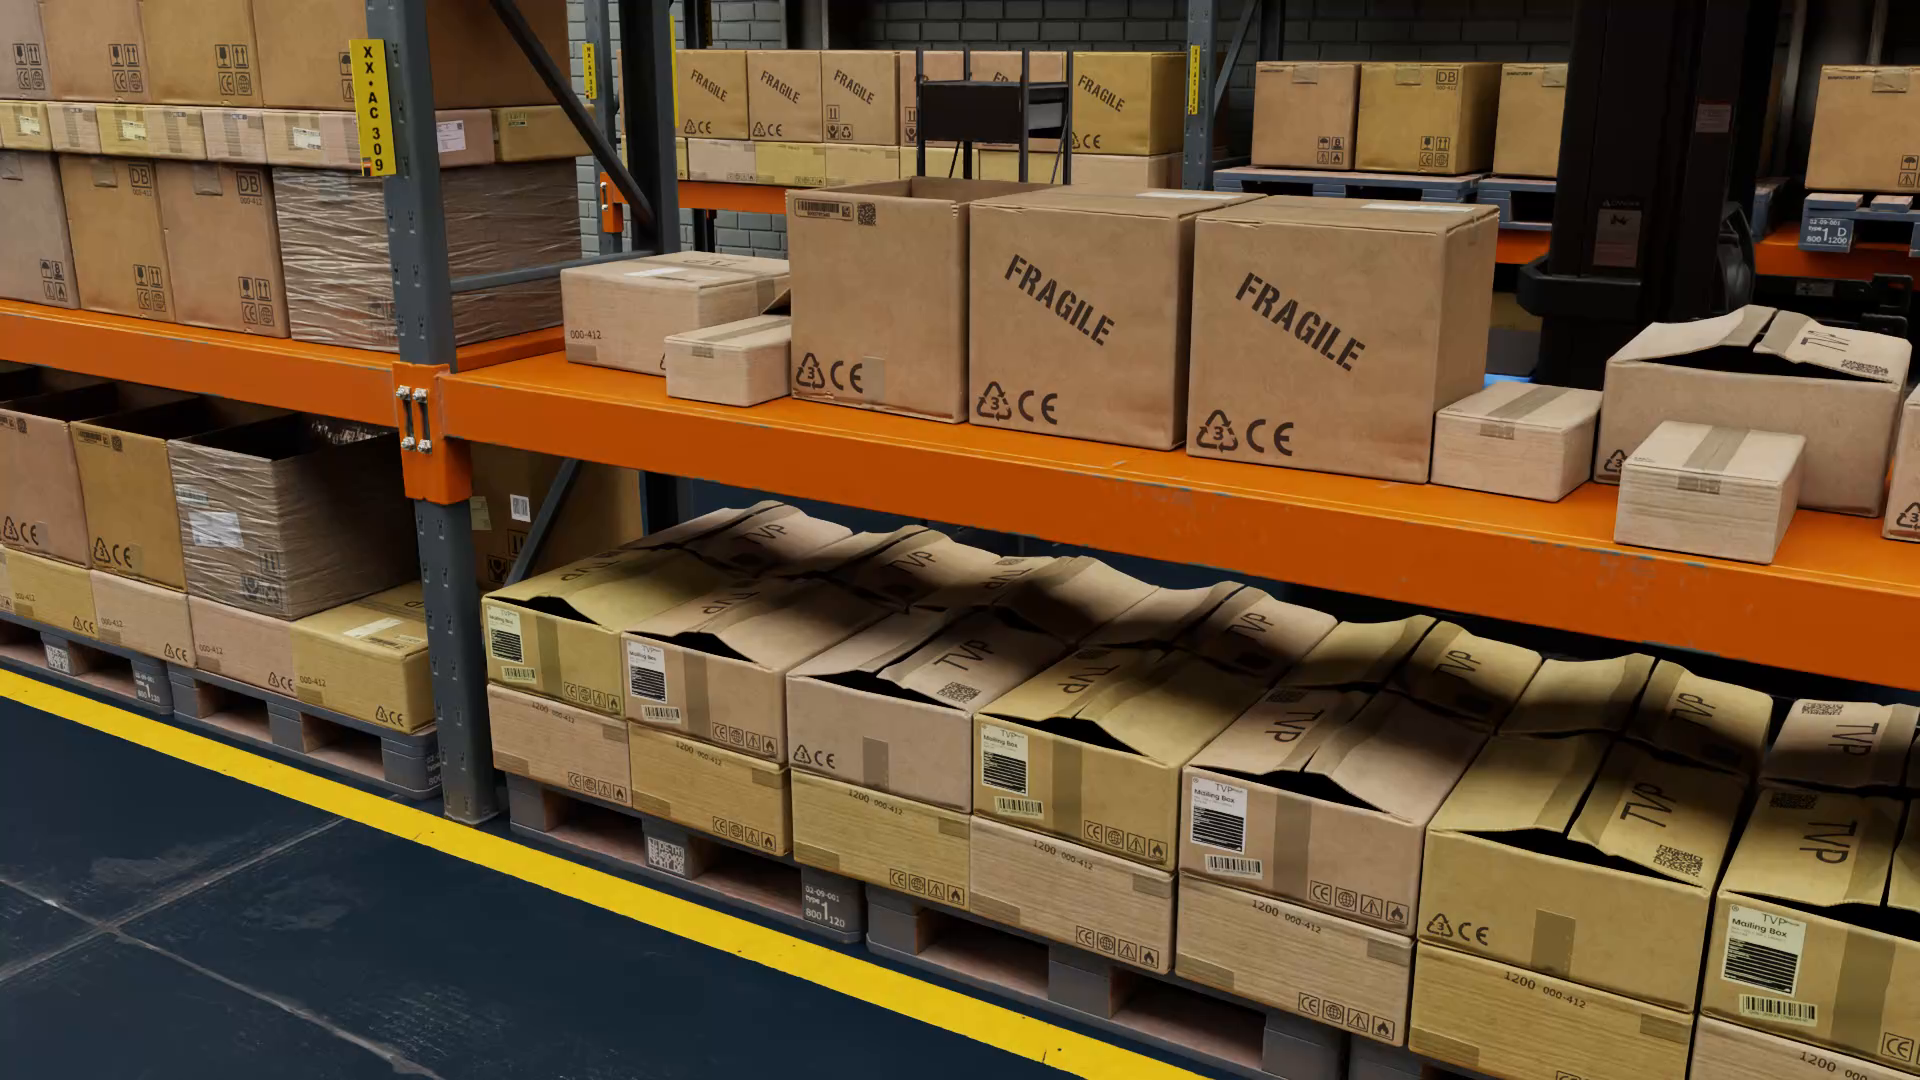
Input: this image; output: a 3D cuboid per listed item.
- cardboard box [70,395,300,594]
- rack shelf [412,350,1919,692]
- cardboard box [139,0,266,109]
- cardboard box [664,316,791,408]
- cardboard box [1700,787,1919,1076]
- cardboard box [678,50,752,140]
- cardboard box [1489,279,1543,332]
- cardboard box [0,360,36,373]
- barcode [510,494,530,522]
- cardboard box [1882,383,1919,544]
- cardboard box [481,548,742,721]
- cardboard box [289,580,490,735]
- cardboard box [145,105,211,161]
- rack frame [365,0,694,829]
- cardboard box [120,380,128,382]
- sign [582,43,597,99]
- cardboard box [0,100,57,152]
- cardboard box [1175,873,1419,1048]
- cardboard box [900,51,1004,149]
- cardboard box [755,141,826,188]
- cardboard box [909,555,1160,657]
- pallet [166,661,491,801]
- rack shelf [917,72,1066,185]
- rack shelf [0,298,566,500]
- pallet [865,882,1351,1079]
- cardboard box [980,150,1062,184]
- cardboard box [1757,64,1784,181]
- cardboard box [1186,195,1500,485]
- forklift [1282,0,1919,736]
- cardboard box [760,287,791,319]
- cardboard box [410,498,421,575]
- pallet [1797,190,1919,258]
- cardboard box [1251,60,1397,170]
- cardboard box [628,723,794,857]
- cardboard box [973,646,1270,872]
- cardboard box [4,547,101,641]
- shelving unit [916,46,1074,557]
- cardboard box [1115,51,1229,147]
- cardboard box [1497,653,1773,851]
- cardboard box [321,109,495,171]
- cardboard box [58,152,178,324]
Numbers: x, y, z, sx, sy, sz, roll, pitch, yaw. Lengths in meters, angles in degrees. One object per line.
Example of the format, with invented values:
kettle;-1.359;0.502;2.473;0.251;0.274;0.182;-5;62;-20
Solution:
cardboard box;-2.518;-0.167;5.487;0.500;0.500;0.500;10;20;30
rack shelf;0.544;-0.104;3.800;4.000;0.370;1.077;10;20;30
cardboard box;-1.973;-1.563;4.962;0.500;0.500;0.700;10;20;30
cardboard box;-0.512;-0.447;4.123;0.250;0.149;0.380;10;20;30
cardboard box;1.673;0.684;3.012;0.500;0.311;0.500;11;20;31
cardboard box;-1.314;-2.660;9.910;0.500;0.500;0.500;10;20;30
cardboard box;2.887;-1.101;8.097;0.500;0.250;0.500;9;19;28
cardboard box;-3.801;-0.392;6.230;0.500;0.500;0.500;10;20;30
barcode;-1.161;-0.084;4.389;0.075;0.075;0.001;10;20;30
cardboard box;1.961;-0.167;2.924;0.500;0.311;0.500;12;20;33
cardboard box;-0.939;0.219;4.544;0.500;0.311;0.500;10;20;30
cardboard box;-1.670;0.346;5.089;0.500;0.250;0.500;10;20;30
cardboard box;-2.163;-1.216;4.934;0.250;0.149;0.380;10;20;30
rack frame;-1.160;-0.752;4.696;0.127;3.000;1.000;10;20;30
cardboard box;-3.096;-0.448;6.414;0.500;0.500;0.500;10;20;30
sign;-2.263;-2.868;10.172;0.005;0.325;0.100;10;20;30
cardboard box;-2.813;-1.332;5.317;0.250;0.149;0.380;11;20;32
cardboard box;0.804;0.797;3.606;0.500;0.250;0.500;11;20;31
cardboard box;0.012;-2.425;9.138;0.500;0.500;0.500;9;19;28
cardboard box;-0.849;-2.219;9.748;0.500;0.250;0.500;10;19;29
cardboard box;0.205;0.239;4.477;0.500;0.311;0.500;10;20;30
pallet;-1.816;0.451;5.534;1.213;0.211;1.003;10;20;30
rack shelf;0.141;-1.636;6.794;0.480;0.518;0.431;10;20;30
rack shelf;-2.865;-0.712;5.803;4.000;0.370;1.077;10;20;30
pallet;0.532;0.870;4.155;1.213;0.211;1.003;10;20;30
cardboard box;0.446;-1.992;9.002;0.500;0.250;0.500;10;20;30
cardboard box;3.358;-1.883;7.489;0.500;0.500;0.700;10;20;30
cardboard box;0.810;-0.443;3.506;0.500;0.500;0.500;9;19;27
forklift;2.712;-0.918;5.361;3.031;2.935;1.130;9;19;28
cardboard box;-0.315;-0.600;4.426;0.258;0.266;0.396;10;19;29
cardboard box;-1.822;-0.218;5.658;0.500;0.500;0.500;10;20;30
pallet;4.174;-1.361;7.032;1.003;0.211;1.213;10;20;30
cardboard box;1.845;-2.152;8.376;0.500;0.500;0.700;10;20;30
cardboard box;-0.512;0.563;4.374;0.500;0.250;0.500;11;20;31
cardboard box;0.372;0.452;3.775;0.500;0.311;0.500;11;20;32
cardboard box;-2.951;0.119;5.836;0.500;0.250;0.500;10;20;30
shelving unit;0.141;-0.980;6.993;0.503;2.100;0.431;10;20;30
cardboard box;1.138;-2.399;9.053;0.500;0.500;0.500;10;19;29
cardboard box;1.503;0.472;3.708;0.500;0.311;0.500;10;19;29
cardboard box;-1.504;-1.099;4.549;0.250;0.149;0.380;10;20;30
cardboard box;-2.420;-1.022;5.412;0.500;0.500;0.700;10;20;31
